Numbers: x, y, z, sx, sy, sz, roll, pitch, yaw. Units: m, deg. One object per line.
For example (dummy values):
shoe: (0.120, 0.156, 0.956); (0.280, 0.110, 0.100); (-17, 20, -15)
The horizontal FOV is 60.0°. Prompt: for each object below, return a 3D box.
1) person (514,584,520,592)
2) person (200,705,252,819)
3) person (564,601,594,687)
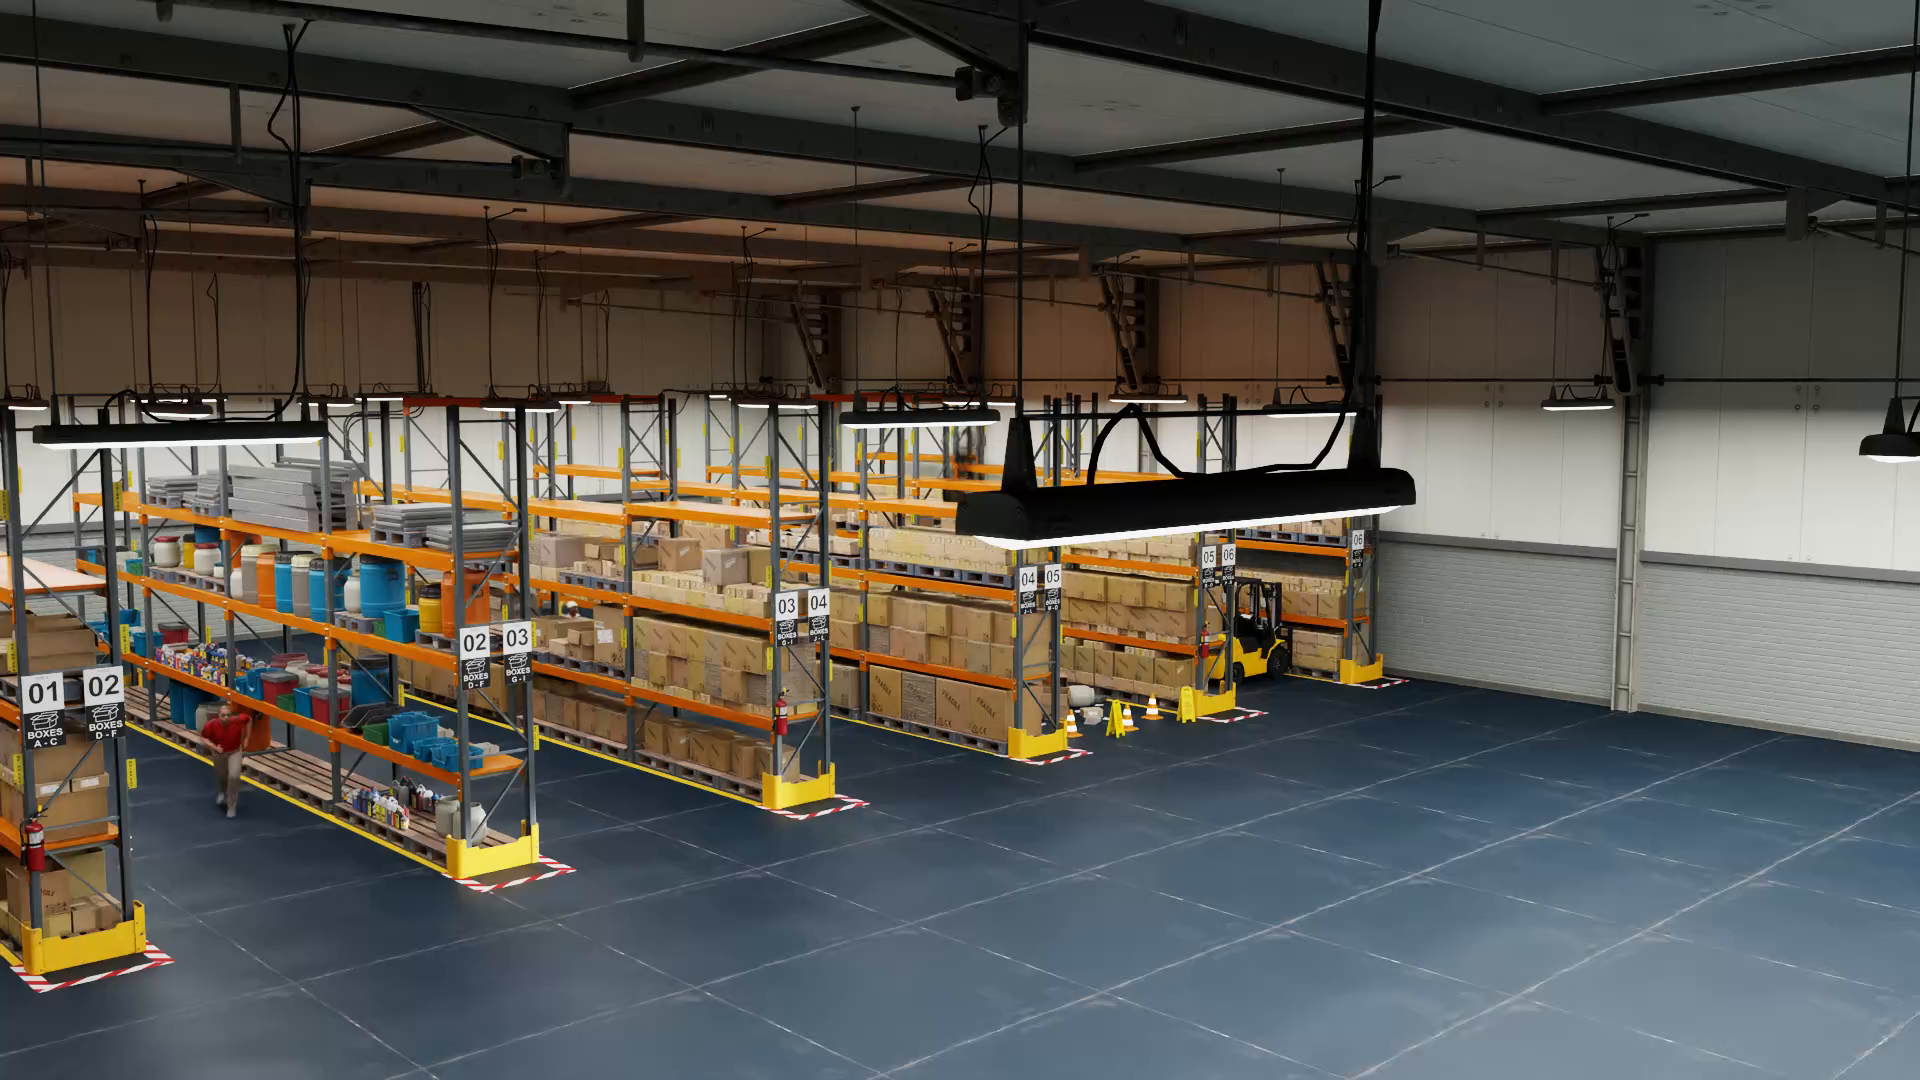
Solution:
person: (-10.637, 1.612, 40.017); (0.700, 1.753, 0.811); (4, 7, 36)
person: (-10.740, 3.194, 24.365); (0.706, 1.698, 0.992); (-3, 6, -28)
person: (-7.935, 2.122, 34.140); (0.963, 1.754, 0.701); (4, 7, 35)
